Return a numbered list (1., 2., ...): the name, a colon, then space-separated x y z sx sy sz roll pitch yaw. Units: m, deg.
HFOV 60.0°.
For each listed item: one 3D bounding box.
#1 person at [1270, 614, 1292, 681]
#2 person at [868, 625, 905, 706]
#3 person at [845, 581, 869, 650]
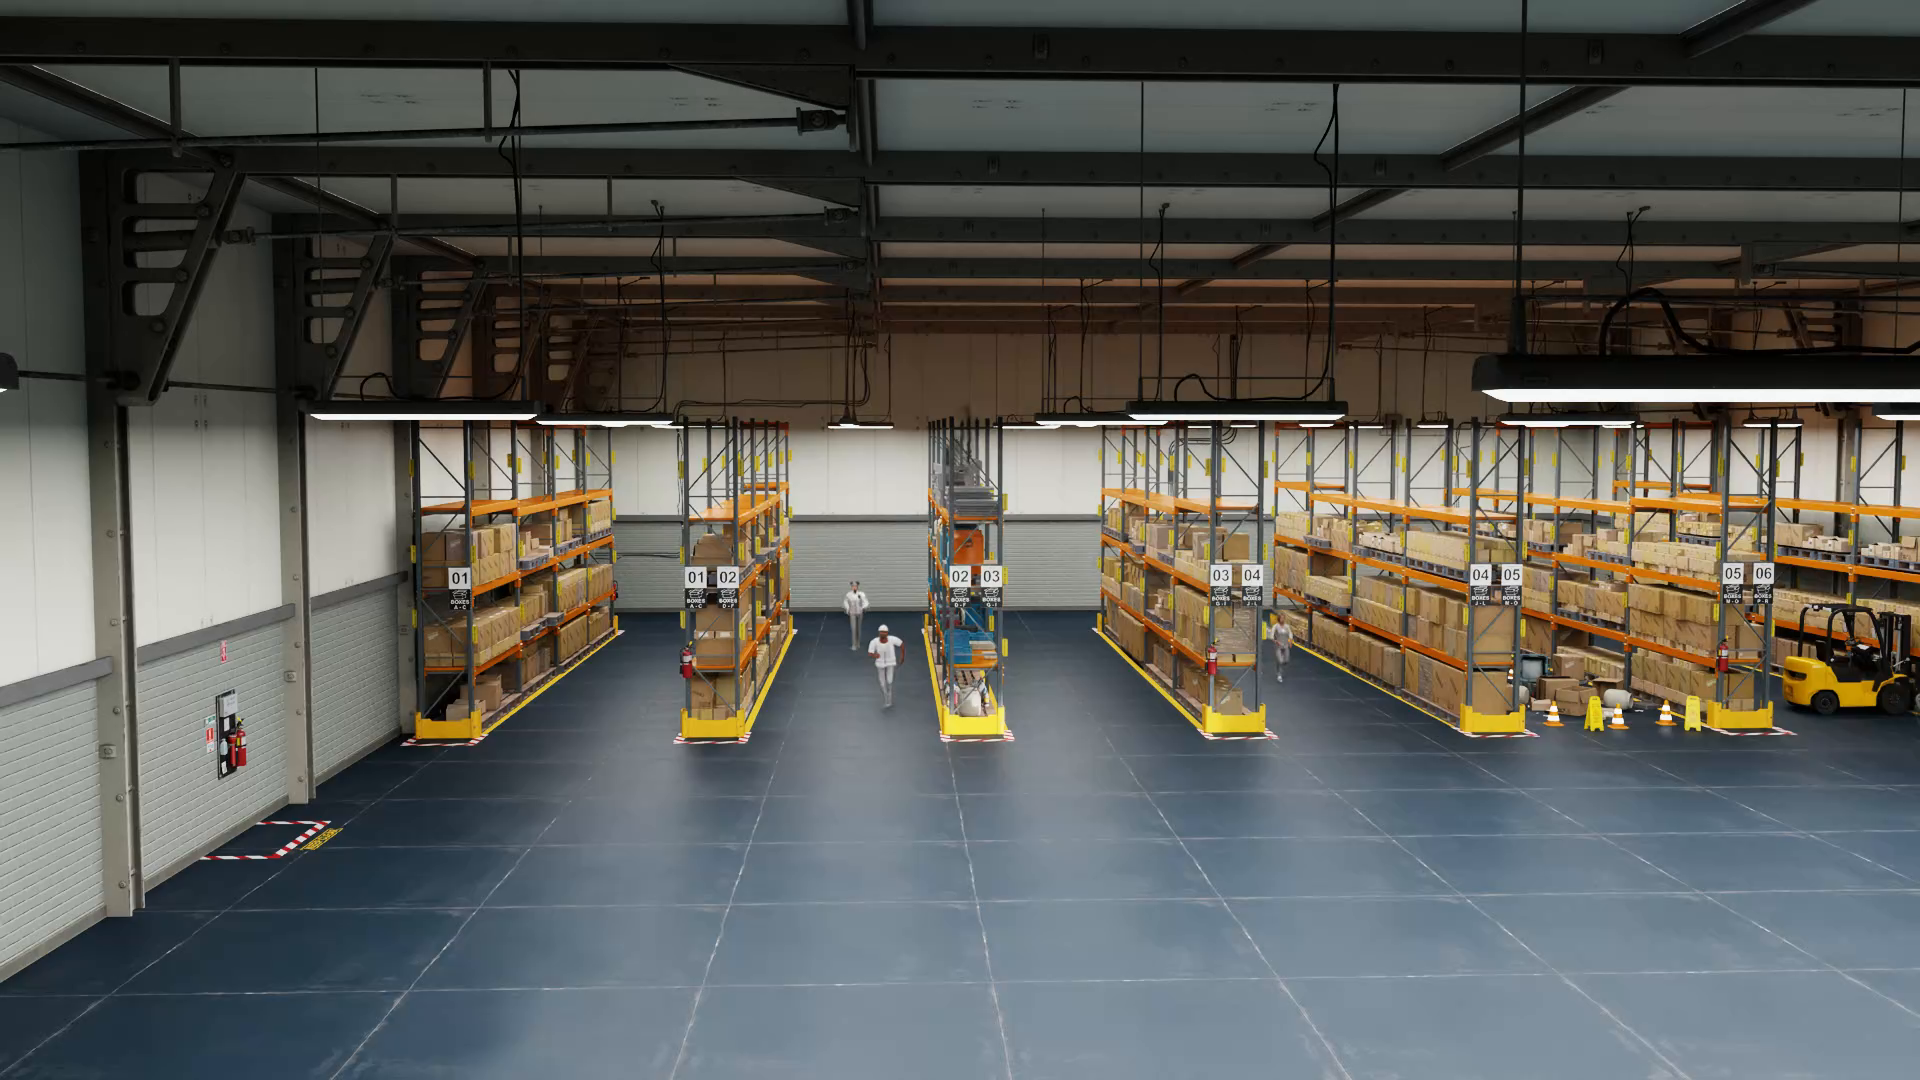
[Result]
1. person: 7.381 2.465 38.154 0.574 1.564 0.565 -1 4 -9
2. person: -1.525 2.606 34.392 0.743 1.707 0.721 0 4 1
3. person: -2.576 1.868 41.419 0.610 1.729 0.790 0 4 -1
